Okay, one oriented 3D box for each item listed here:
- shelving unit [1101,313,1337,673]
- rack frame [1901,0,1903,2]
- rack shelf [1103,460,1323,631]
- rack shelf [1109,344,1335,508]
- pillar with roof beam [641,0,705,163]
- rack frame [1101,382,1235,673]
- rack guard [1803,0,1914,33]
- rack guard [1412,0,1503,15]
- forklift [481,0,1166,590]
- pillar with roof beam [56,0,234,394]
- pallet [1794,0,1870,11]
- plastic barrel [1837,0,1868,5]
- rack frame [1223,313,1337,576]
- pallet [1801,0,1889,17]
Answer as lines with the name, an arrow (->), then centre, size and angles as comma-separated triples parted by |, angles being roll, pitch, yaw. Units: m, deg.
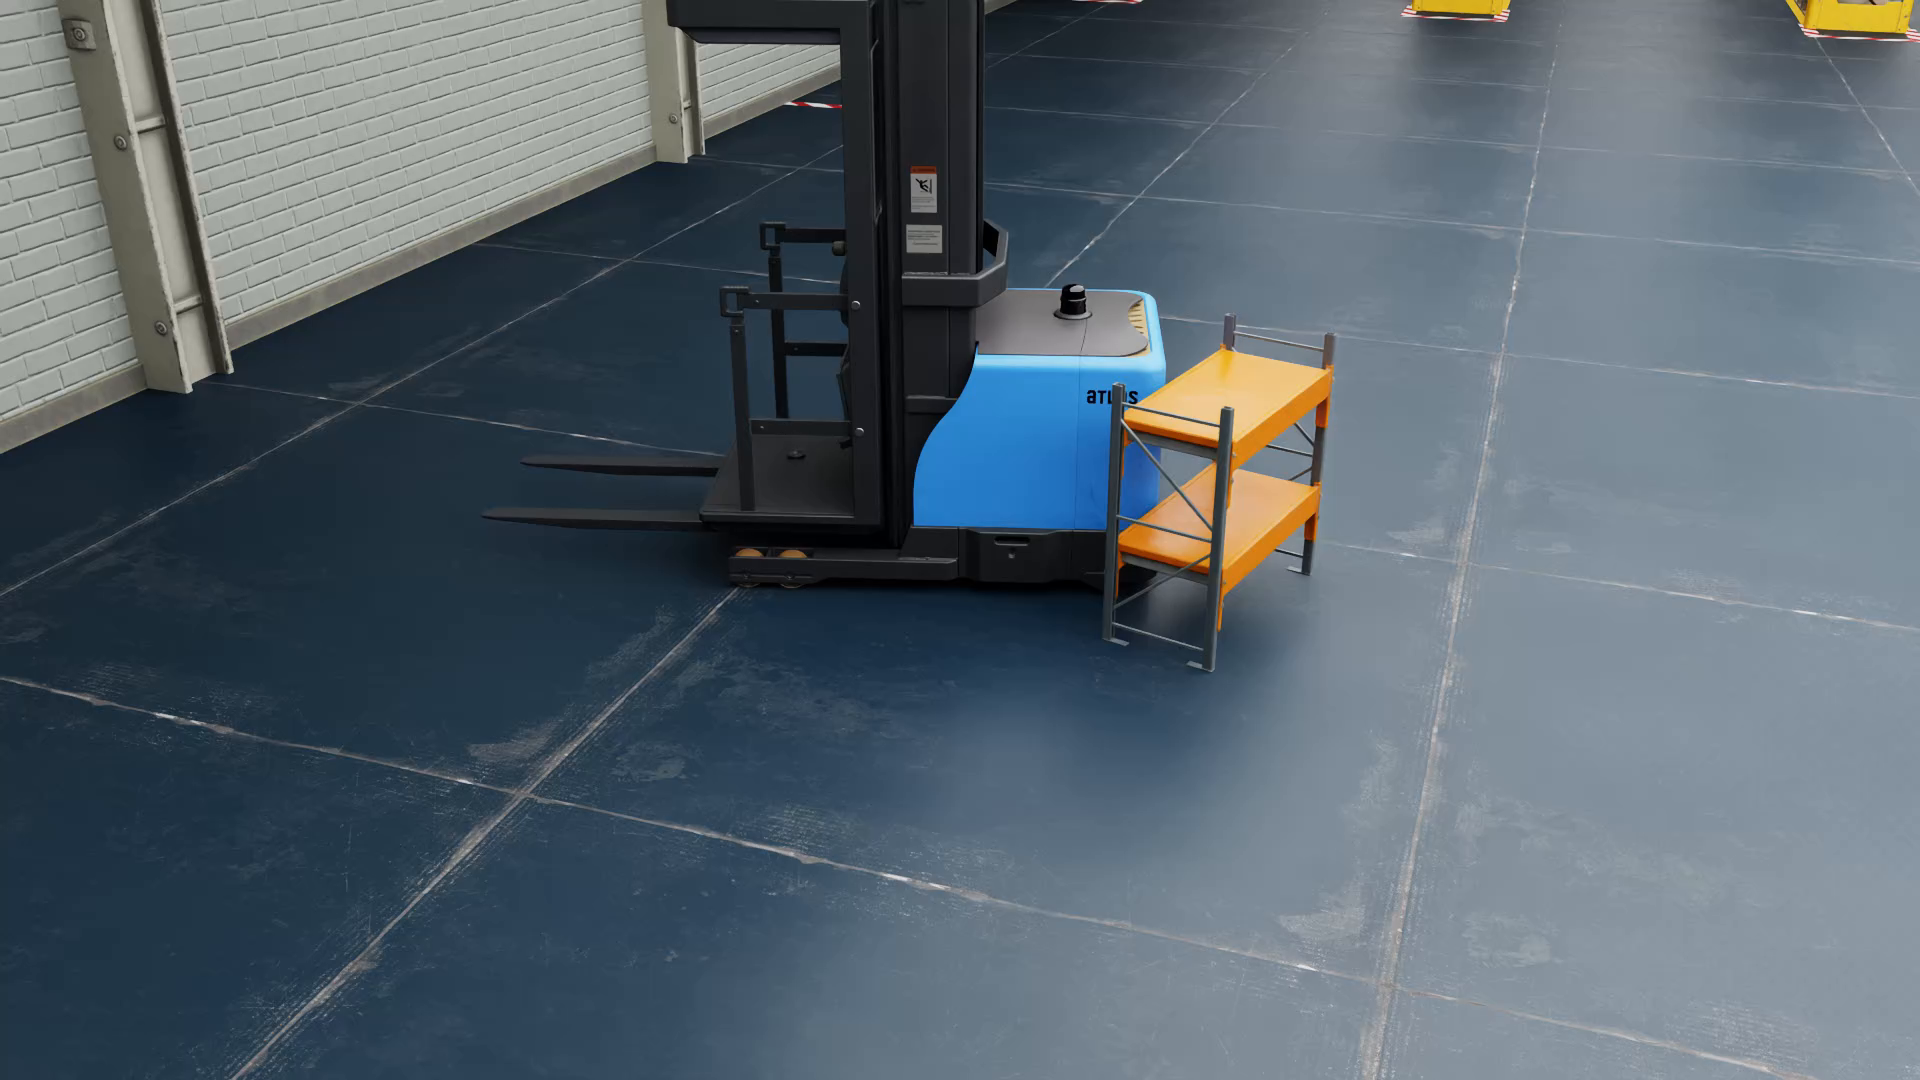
shelving unit -> 1.082, -0.225, 6.924 | 0.538, 1.125, 1.048 | 16, 30, 29
rack frame -> 11.428, -7.835, 20.489 | 1.000, 3.000, 0.127 | 9, 27, 17
rack shelf -> 1.082, -0.005, 7.030 | 0.538, 0.278, 1.000 | 16, 30, 29
rack shelf -> 1.082, -0.488, 6.796 | 0.538, 0.278, 1.000 | 16, 30, 29
pillar with roof beam -> 1.569, -6.829, 11.528 | 9.100, 9.000, 0.400 | 9, 27, 17
rack frame -> 0.805, -0.039, 6.541 | 0.500, 1.125, 0.032 | 16, 30, 29
rack guard -> 11.409, -6.748, 21.113 | 1.175, 0.500, 0.348 | 9, 27, 17
rack guard -> 6.750, -7.420, 22.501 | 1.175, 0.500, 0.348 | 9, 27, 17
forklift -> -0.623, -1.335, 7.143 | 3.031, 2.935, 1.130 | 1, 26, 3
pillar with roof beam -> -0.427, -4.363, 6.436 | 9.100, 9.000, 0.400 | 9, 27, 17
pallet -> 12.092, -7.450, 22.896 | 1.003, 0.211, 1.213 | 9, 27, 17
plastic barrel -> 11.575, -7.186, 21.522 | 0.421, 0.512, 0.421 | 0, 26, 0
rack frame -> 1.360, -0.410, 7.307 | 0.500, 1.125, 0.032 | 16, 30, 29
pallet -> 11.684, -6.951, 21.864 | 1.003, 0.211, 1.213 | 9, 27, 17
